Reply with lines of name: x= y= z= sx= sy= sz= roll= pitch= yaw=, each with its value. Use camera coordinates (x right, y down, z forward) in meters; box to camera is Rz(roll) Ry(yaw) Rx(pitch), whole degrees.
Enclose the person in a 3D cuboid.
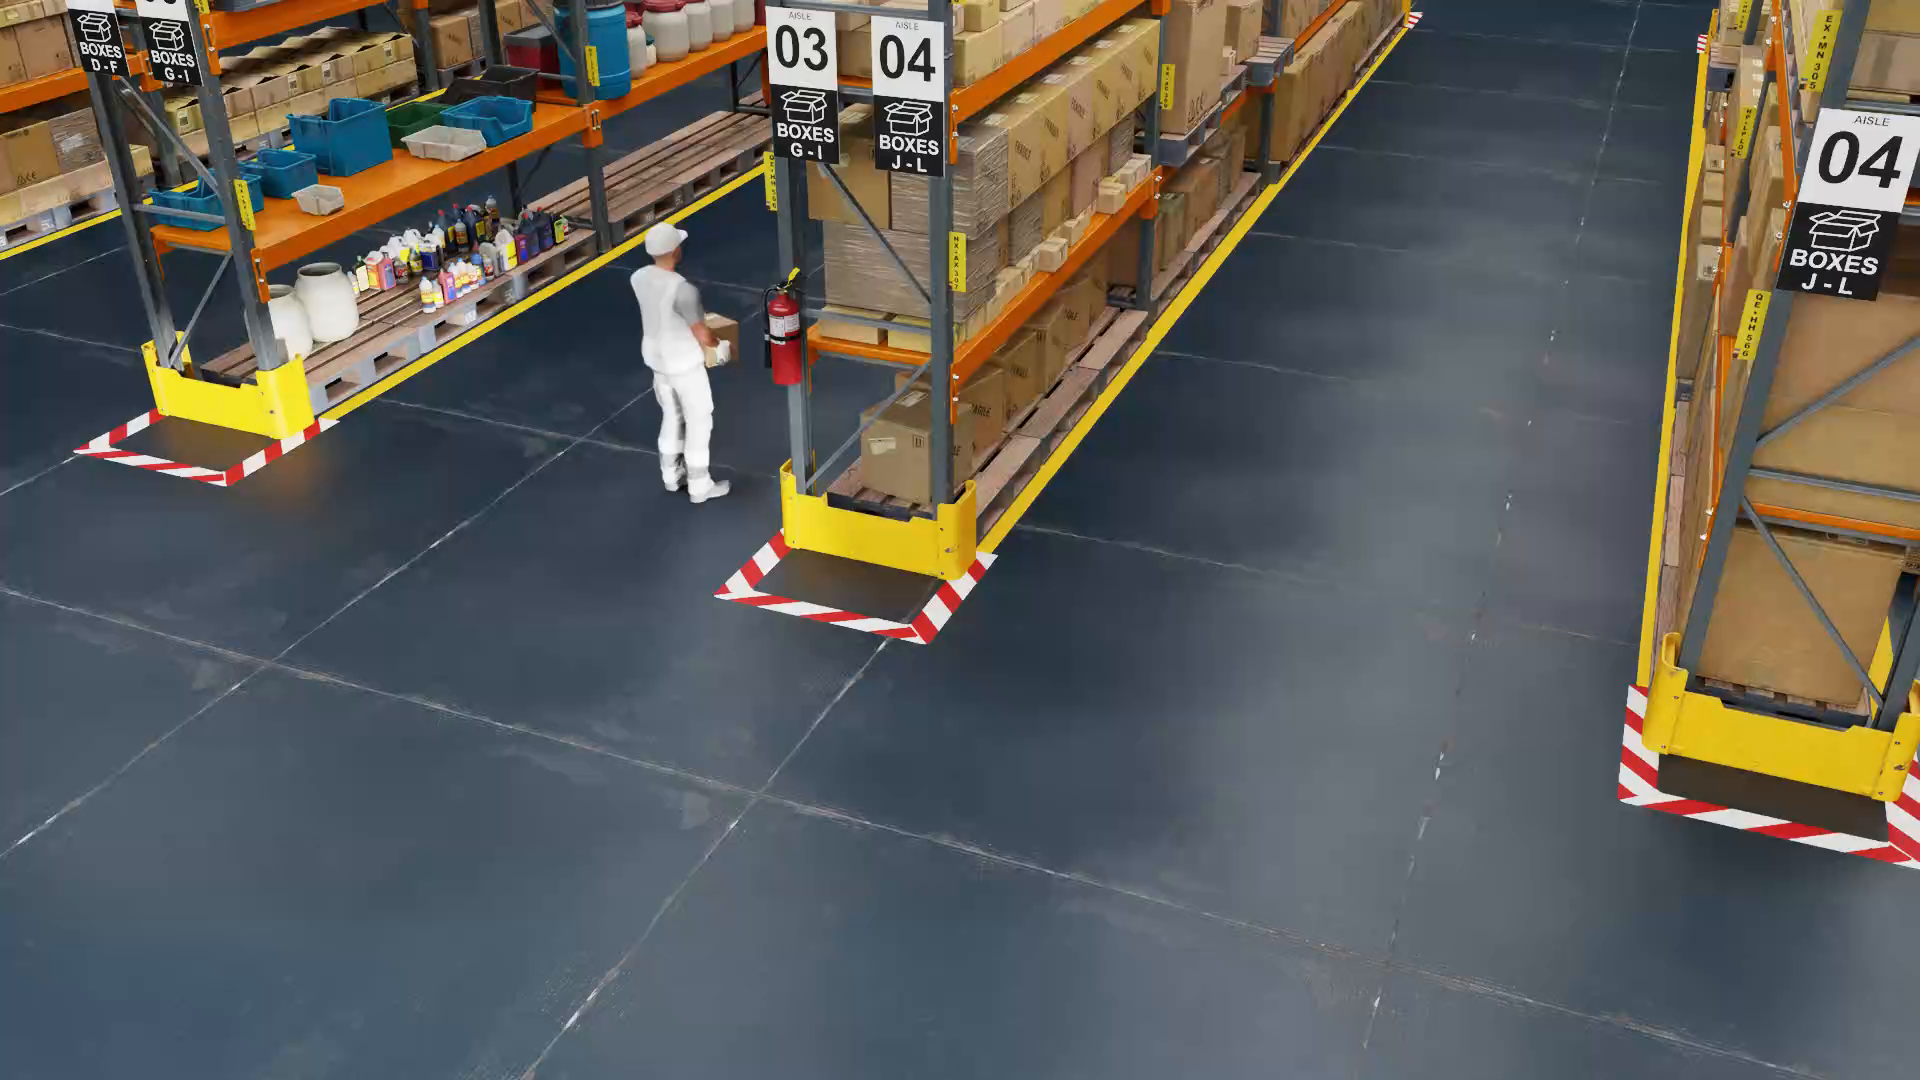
person: x=-1.707 y=-1.131 z=10.381 sx=0.526 sy=1.794 sz=0.520 roll=24 pitch=37 yaw=36
